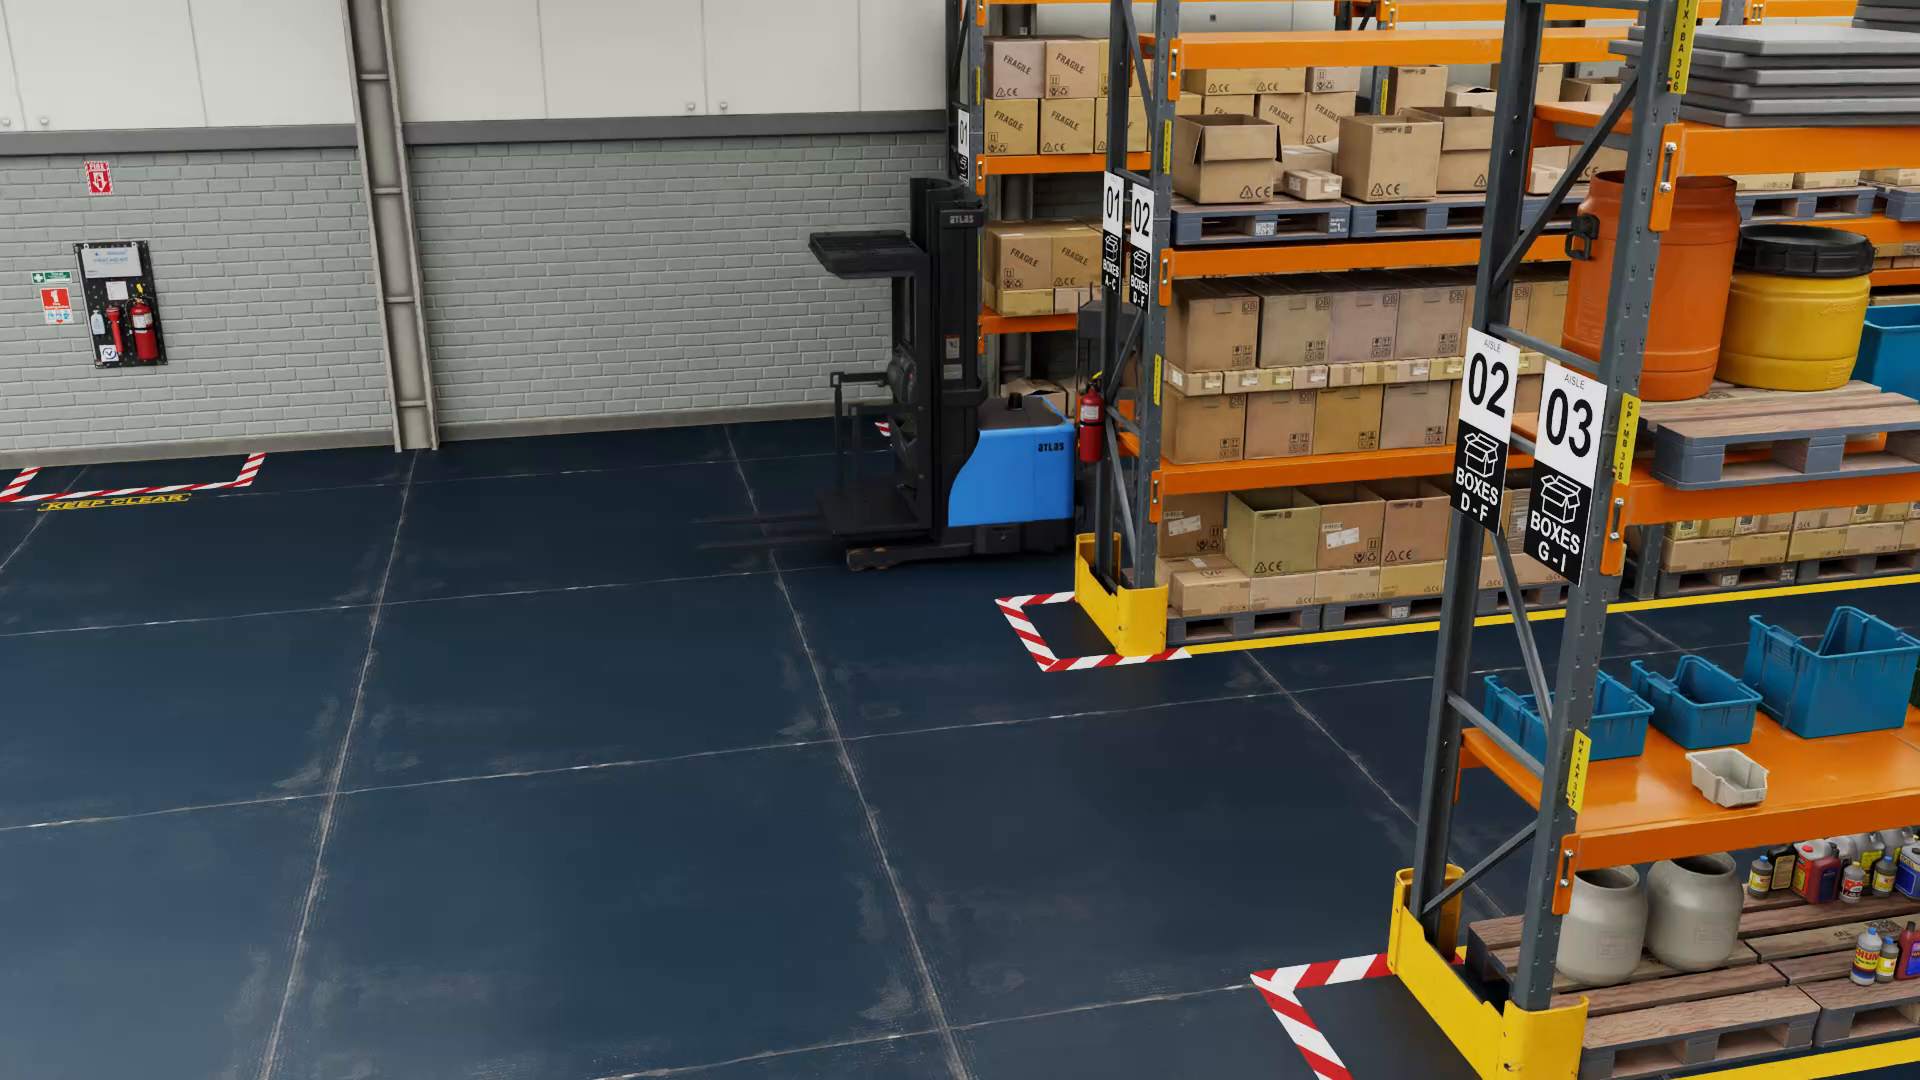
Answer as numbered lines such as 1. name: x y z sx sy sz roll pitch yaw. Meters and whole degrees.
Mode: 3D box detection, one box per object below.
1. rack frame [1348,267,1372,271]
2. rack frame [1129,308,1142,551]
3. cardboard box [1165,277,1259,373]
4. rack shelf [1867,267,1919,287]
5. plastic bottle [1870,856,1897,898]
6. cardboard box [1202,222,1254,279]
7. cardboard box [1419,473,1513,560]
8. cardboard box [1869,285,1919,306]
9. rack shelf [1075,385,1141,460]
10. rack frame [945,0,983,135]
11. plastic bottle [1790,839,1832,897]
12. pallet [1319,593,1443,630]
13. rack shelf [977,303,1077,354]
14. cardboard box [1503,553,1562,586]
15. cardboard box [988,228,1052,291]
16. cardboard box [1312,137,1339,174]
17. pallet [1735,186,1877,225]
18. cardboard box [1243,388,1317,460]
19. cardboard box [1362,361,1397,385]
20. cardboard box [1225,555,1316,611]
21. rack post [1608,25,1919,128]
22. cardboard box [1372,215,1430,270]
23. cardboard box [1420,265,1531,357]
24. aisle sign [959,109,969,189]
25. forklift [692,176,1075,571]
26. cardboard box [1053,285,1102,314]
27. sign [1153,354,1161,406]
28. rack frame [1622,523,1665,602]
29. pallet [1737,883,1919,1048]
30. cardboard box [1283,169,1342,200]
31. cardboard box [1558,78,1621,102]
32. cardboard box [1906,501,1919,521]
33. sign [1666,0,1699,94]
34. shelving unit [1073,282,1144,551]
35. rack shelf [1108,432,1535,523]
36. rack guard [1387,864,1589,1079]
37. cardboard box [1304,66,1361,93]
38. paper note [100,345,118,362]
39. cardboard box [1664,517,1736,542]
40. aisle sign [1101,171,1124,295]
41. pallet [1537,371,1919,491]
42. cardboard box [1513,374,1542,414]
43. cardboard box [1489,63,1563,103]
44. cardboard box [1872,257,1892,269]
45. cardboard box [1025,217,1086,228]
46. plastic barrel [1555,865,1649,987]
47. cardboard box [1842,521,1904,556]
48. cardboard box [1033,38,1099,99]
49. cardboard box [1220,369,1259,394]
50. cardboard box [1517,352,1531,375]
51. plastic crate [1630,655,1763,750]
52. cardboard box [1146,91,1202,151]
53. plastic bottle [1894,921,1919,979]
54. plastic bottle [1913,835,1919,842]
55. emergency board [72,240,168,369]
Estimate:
1. rack frame: 3.928 -2.773 17.025 0.127 3.000 1.000 -5 21 -12
2. rack frame: 1.453 -0.965 13.395 0.015 2.100 0.400 7 21 18
3. cardboard box: 1.688 -1.492 11.495 0.500 0.500 0.700 -5 21 -12
4. rack shelf: 9.767 -2.910 18.445 4.000 0.370 1.077 -5 21 -12
5. plastic bottle: 4.619 1.676 8.308 0.097 0.201 0.097 0 20 0
6. cardboard box: 2.562 -2.846 16.321 0.500 0.500 0.500 -5 21 -14
7. cardboard box: 3.695 -0.187 12.262 0.500 0.500 0.500 -5 21 -12
8. cardboard box: 10.246 -2.428 18.597 0.750 0.750 0.750 -4 20 -11
9. rack shelf: 1.223 -0.980 13.476 0.480 0.518 0.431 7 21 18
10. rack frame: 0.035 -5.274 15.128 0.127 3.000 1.000 -5 21 -12
11. plastic bottle: 4.253 1.629 8.327 0.135 0.276 0.152 -4 21 -12
12. pallet: 3.098 0.341 12.578 1.213 0.211 1.003 -5 21 -12
13. rack shelf: 1.982 -2.277 16.716 4.000 0.370 1.077 -5 21 -12
14. cardboard box: 4.182 0.125 12.501 0.500 0.250 0.500 -5 21 -12
15. cardboard box: 0.569 -2.685 15.882 0.500 0.500 0.500 -5 21 -12
16. cardboard box: 2.780 -2.652 11.647 0.500 0.311 0.500 -2 20 -6
17. pallet: 5.927 -2.508 12.218 1.217 0.209 0.805 -5 21 -15
18. cardboard box: 2.146 -0.922 11.824 0.500 0.500 0.700 -4 21 -11
19. cardboard box: 2.863 -1.212 11.674 0.250 0.149 0.380 -5 21 -13
20. cardboard box: 2.238 0.286 12.059 0.500 0.250 0.500 -5 21 -12
21. rack post: 3.080 -1.740 6.209 0.954 0.300 0.937 -2 20 -7
22. cardboard box: 4.431 -3.056 17.011 0.500 0.500 0.700 -5 21 -12
23. cardboard box: 3.662 -1.655 11.939 0.500 0.500 0.700 -5 21 -12
24. aisle sign: 0.034 -3.571 15.423 0.004 0.787 0.394 -5 21 -12
25. forklift: -0.641 -1.329 13.181 3.031 2.935 1.130 -4 21 -11
26. cardboard box: 1.085 -2.374 16.123 0.500 0.250 0.500 -5 21 -14
27. sign: 1.301 -1.056 10.963 0.005 0.325 0.100 -5 21 -12
28. rack frame: 5.071 -1.115 12.499 0.127 3.000 1.000 -5 21 -12
29. pallet: 4.355 1.989 8.077 1.213 0.211 1.003 -5 21 -12
30. cardboard box: 2.364 -2.386 11.159 0.250 0.149 0.380 -5 21 -12
31. cardboard box: 6.538 -4.485 17.156 0.637 0.503 0.797 -2 20 -5
32. cardboard box: 7.515 -0.395 13.104 0.500 0.311 0.500 -5 21 -13
33. sign: 2.437 -1.675 5.608 0.005 0.325 0.100 -5 21 -12
34. shelving unit: 1.223 -0.993 13.471 0.503 2.100 0.431 7 21 18
35. rack shelf: 3.125 -0.619 12.190 4.000 0.370 1.077 -5 21 -12
36. rack guard: 2.378 2.011 7.597 0.348 0.500 1.175 -5 21 -12
37. cardboard box: 3.503 -4.577 15.960 0.500 0.500 0.500 -6 21 -17
38. paper note: -7.923 -1.739 15.483 0.142 0.148 0.016 -5 21 -12
39. cardboard box: 5.531 -0.234 12.665 0.500 0.311 0.500 -5 21 -12
40. aisle sign: 1.047 -2.113 11.442 0.004 0.787 0.394 -5 21 -12
41. pallet: 3.143 -0.493 6.713 1.213 0.211 1.003 -5 21 -12
42. cardboard box: 4.129 -1.081 12.260 0.500 0.500 0.700 -5 21 -13
43. cardboard box: 5.679 -4.540 16.731 0.500 0.500 0.500 -5 21 -14
44. cardboard box: 9.942 -3.073 18.180 0.250 0.149 0.380 -4 20 -11
45. cardboard box: 0.937 -2.893 16.449 0.500 0.500 0.500 -4 21 -12
46. plastic barrel: 2.938 1.753 7.675 0.421 0.512 0.421 0 20 0
47. cardboard box: 7.017 -0.092 13.093 0.500 0.250 0.500 -4 21 -11
48. cardboard box: 0.966 -4.363 15.375 0.500 0.500 0.500 -5 21 -13
49. cardboard box: 1.867 -1.131 11.453 0.250 0.149 0.380 -5 21 -14
50. cardboard box: 3.865 -1.294 11.897 0.250 0.149 0.380 -5 21 -13
51. plastic crate: 3.366 0.740 7.650 0.408 0.251 0.499 -5 21 -12
52. cardboard box: 1.970 -3.987 15.802 0.500 0.500 0.500 -3 20 -9
53. plastic bottle: 4.376 1.877 7.638 0.133 0.283 0.061 -4 21 -12
54. plastic bottle: 4.862 1.605 8.502 0.097 0.201 0.097 0 20 0
55. emergency board: -7.735 -2.144 15.306 0.643 1.169 0.194 -5 21 -12
